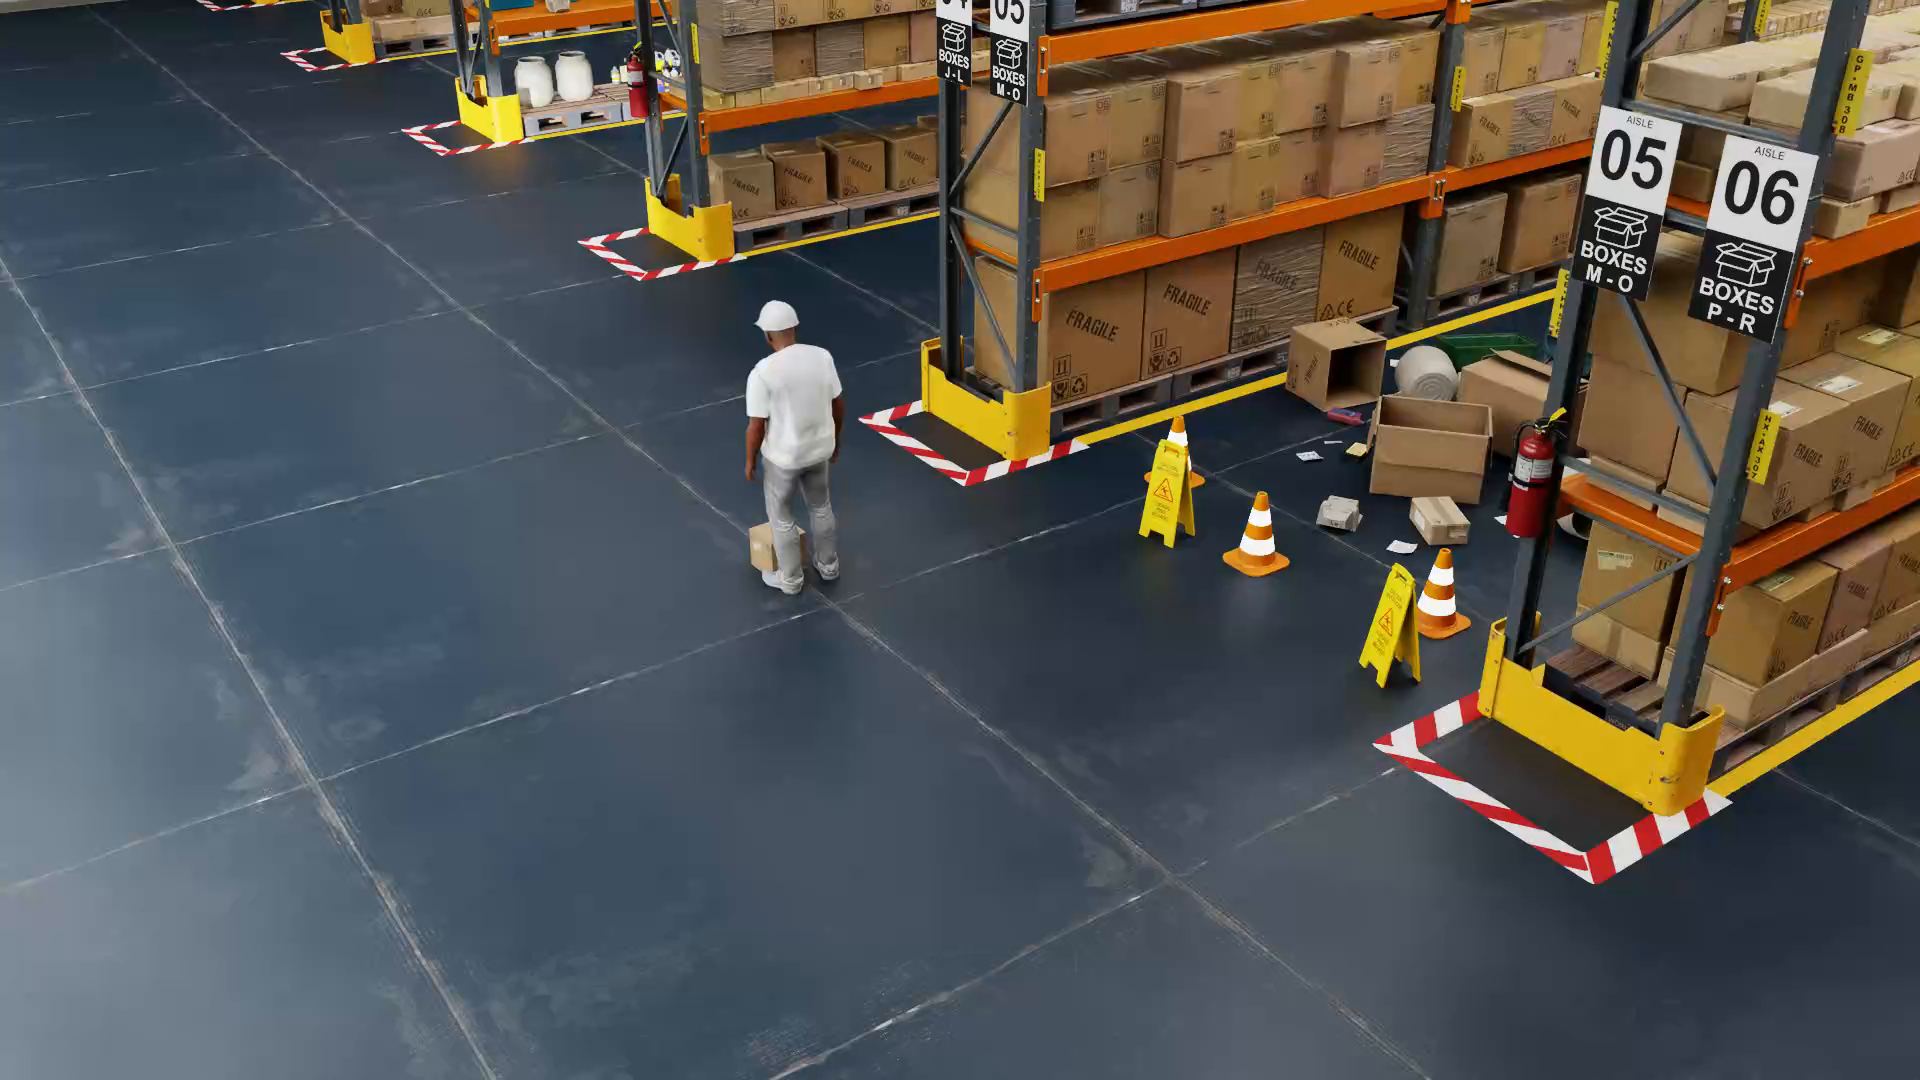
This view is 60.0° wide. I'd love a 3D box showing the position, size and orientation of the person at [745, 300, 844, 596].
[{"bbox_3d":[-0.956,-0.528,9.583,0.628,1.757,0.456,-18,33,-30],"label":"person"}]
